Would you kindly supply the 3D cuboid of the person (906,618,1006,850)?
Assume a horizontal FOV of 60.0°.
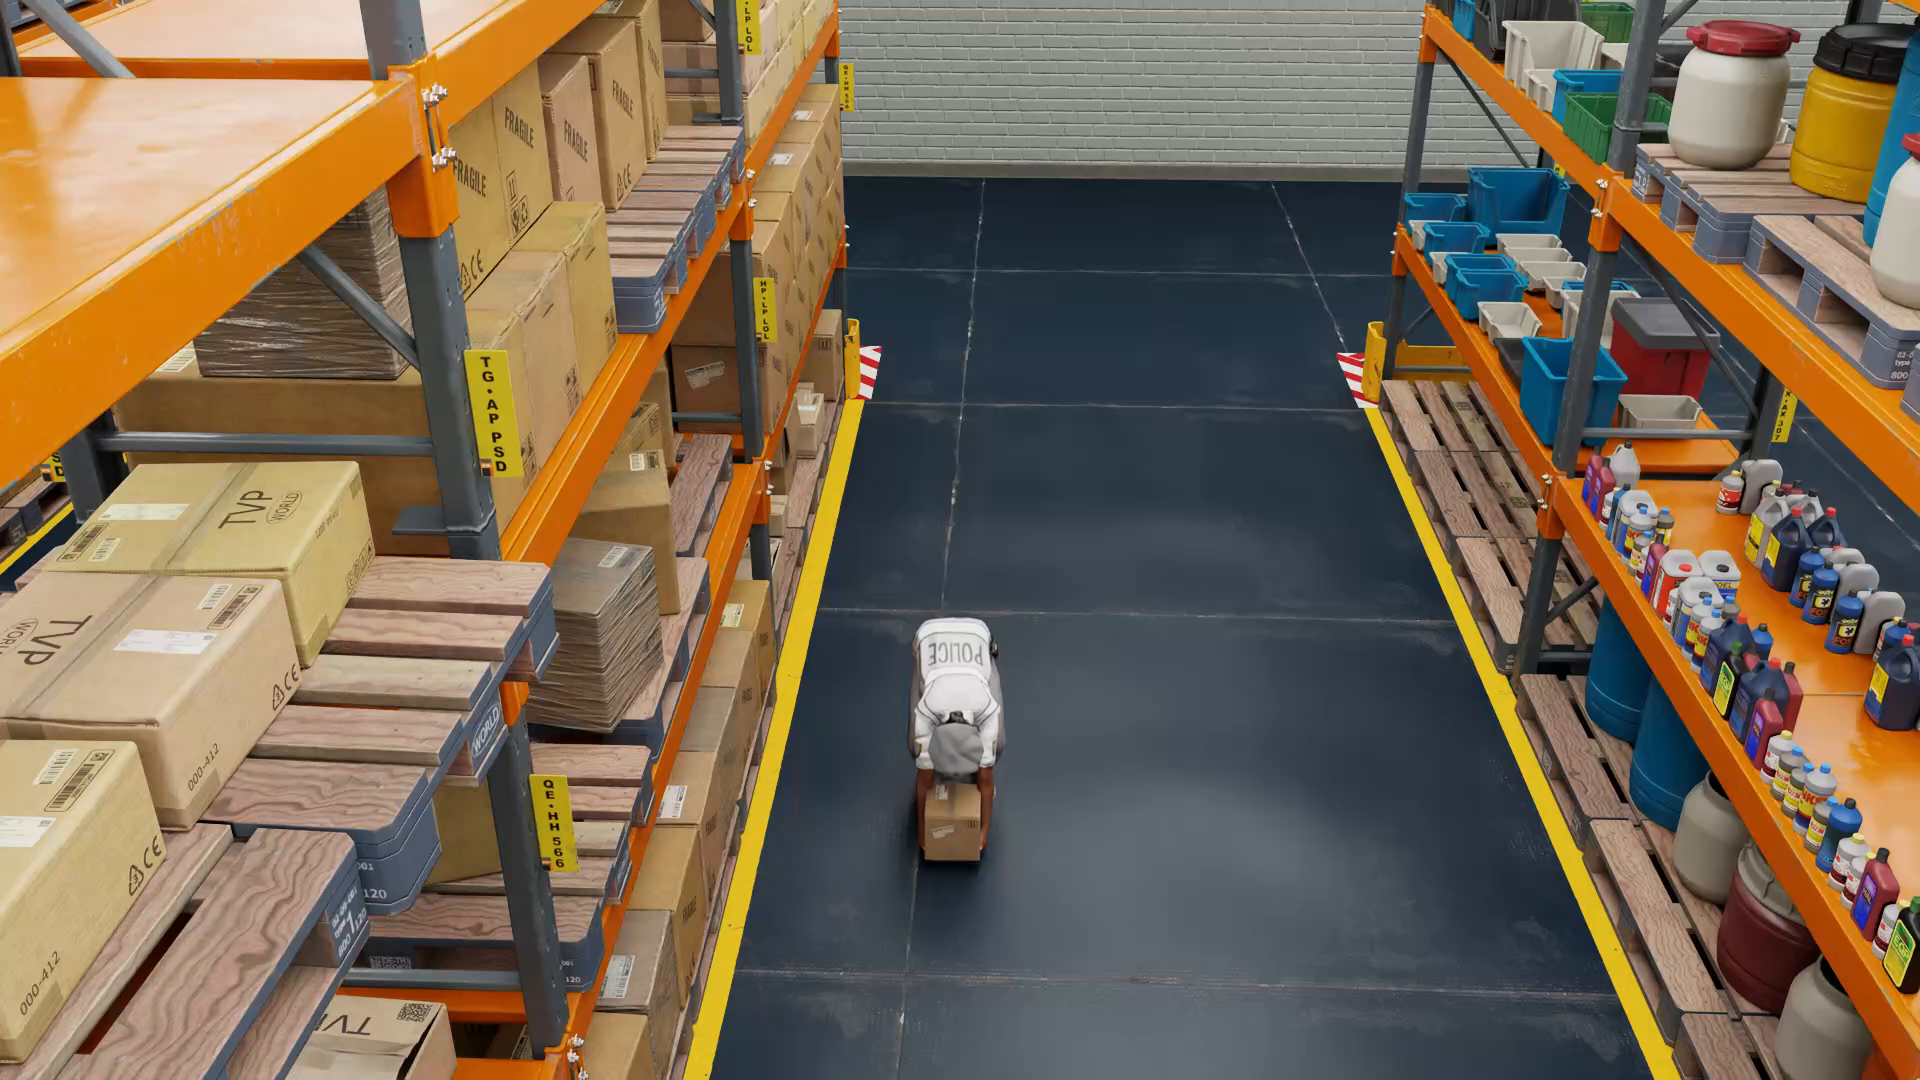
[{"bbox_3d":[-0.018,0.900,7.742,0.465,0.908,0.904,0,28,-1],"label":"person"}]
